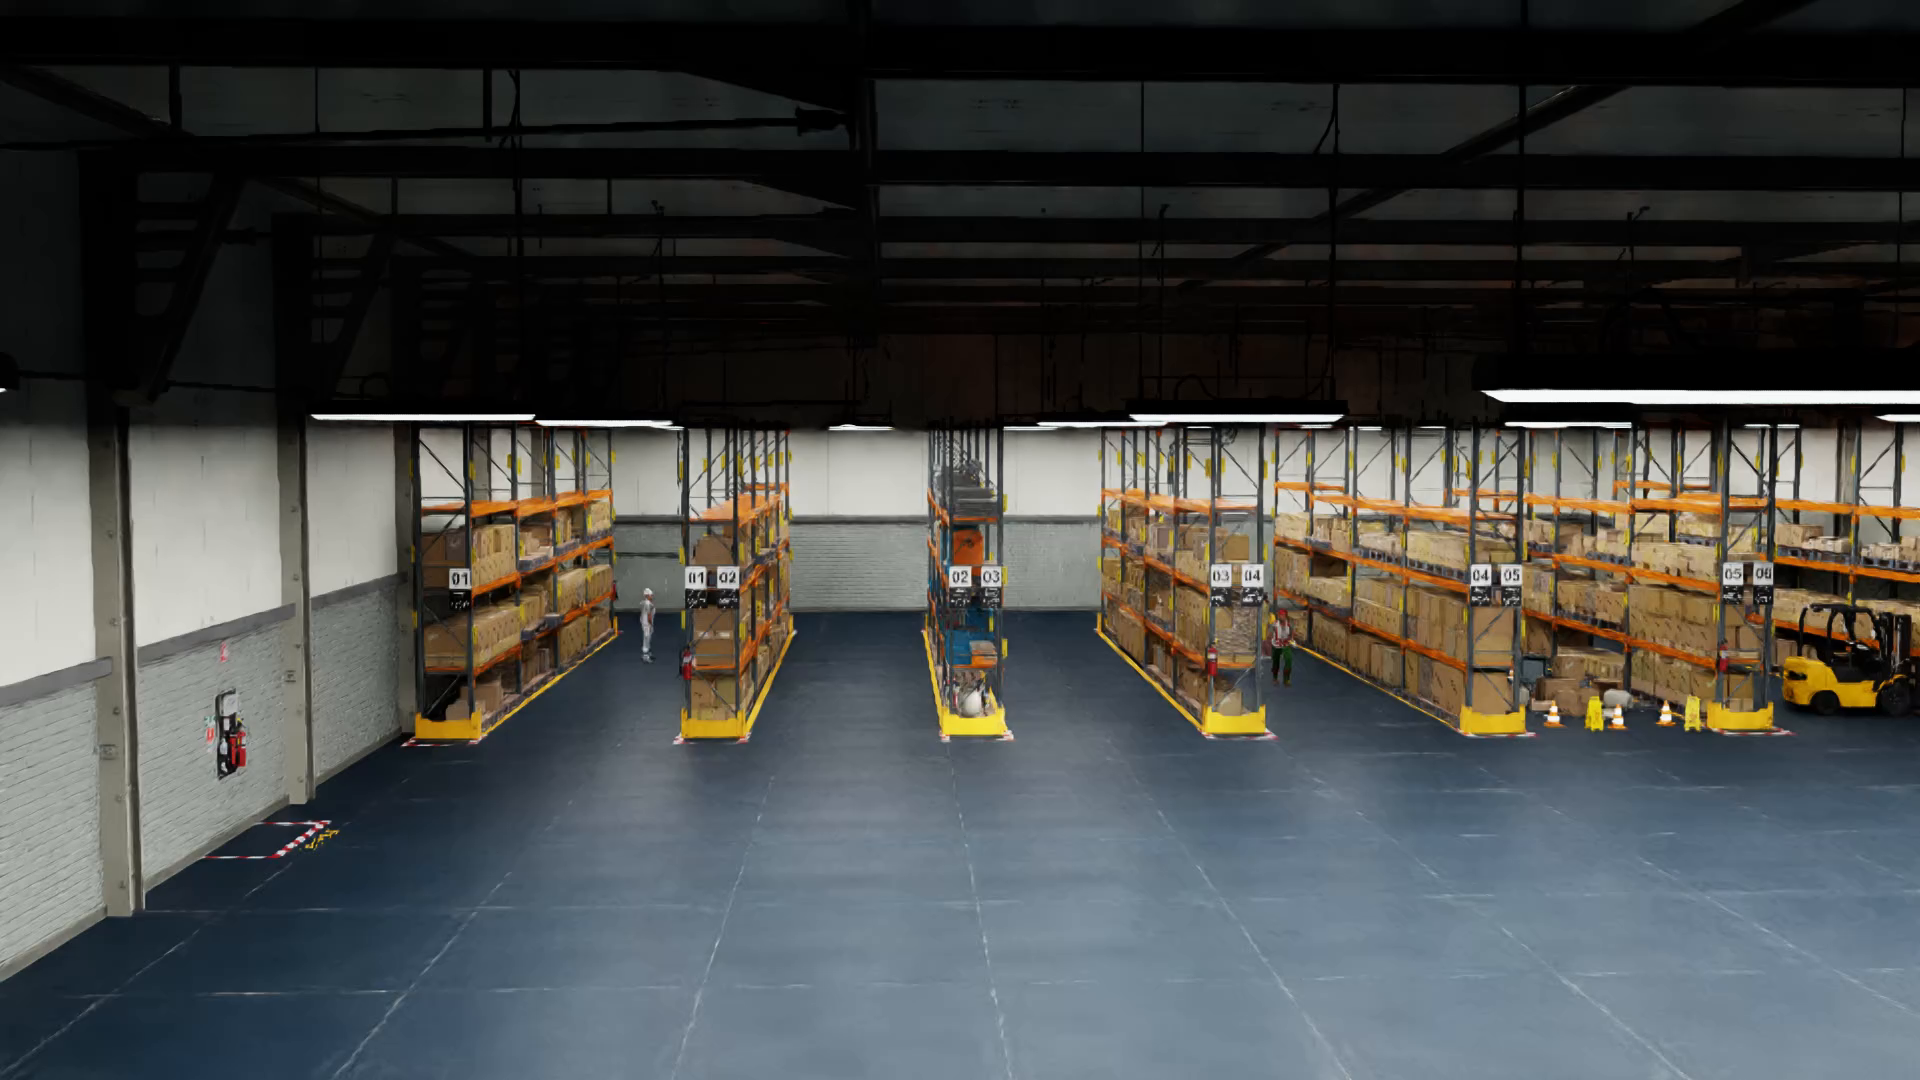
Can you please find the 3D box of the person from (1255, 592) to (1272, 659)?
[{"bbox_3d":[7.639,2.135,41.976,0.575,1.665,0.572,1,4,21],"label":"person"}]

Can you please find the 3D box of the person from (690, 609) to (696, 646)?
[{"bbox_3d":[-6.949,1.949,44.377,0.474,1.739,0.628,-2,4,-32],"label":"person"}]

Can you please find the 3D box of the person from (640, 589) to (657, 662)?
[{"bbox_3d":[-7.726,2.112,41.391,0.468,1.787,0.625,-2,4,-26],"label":"person"}]

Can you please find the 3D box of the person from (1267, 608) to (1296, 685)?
[{"bbox_3d":[7.308,2.399,37.699,0.703,1.722,0.835,0,4,3],"label":"person"}]
